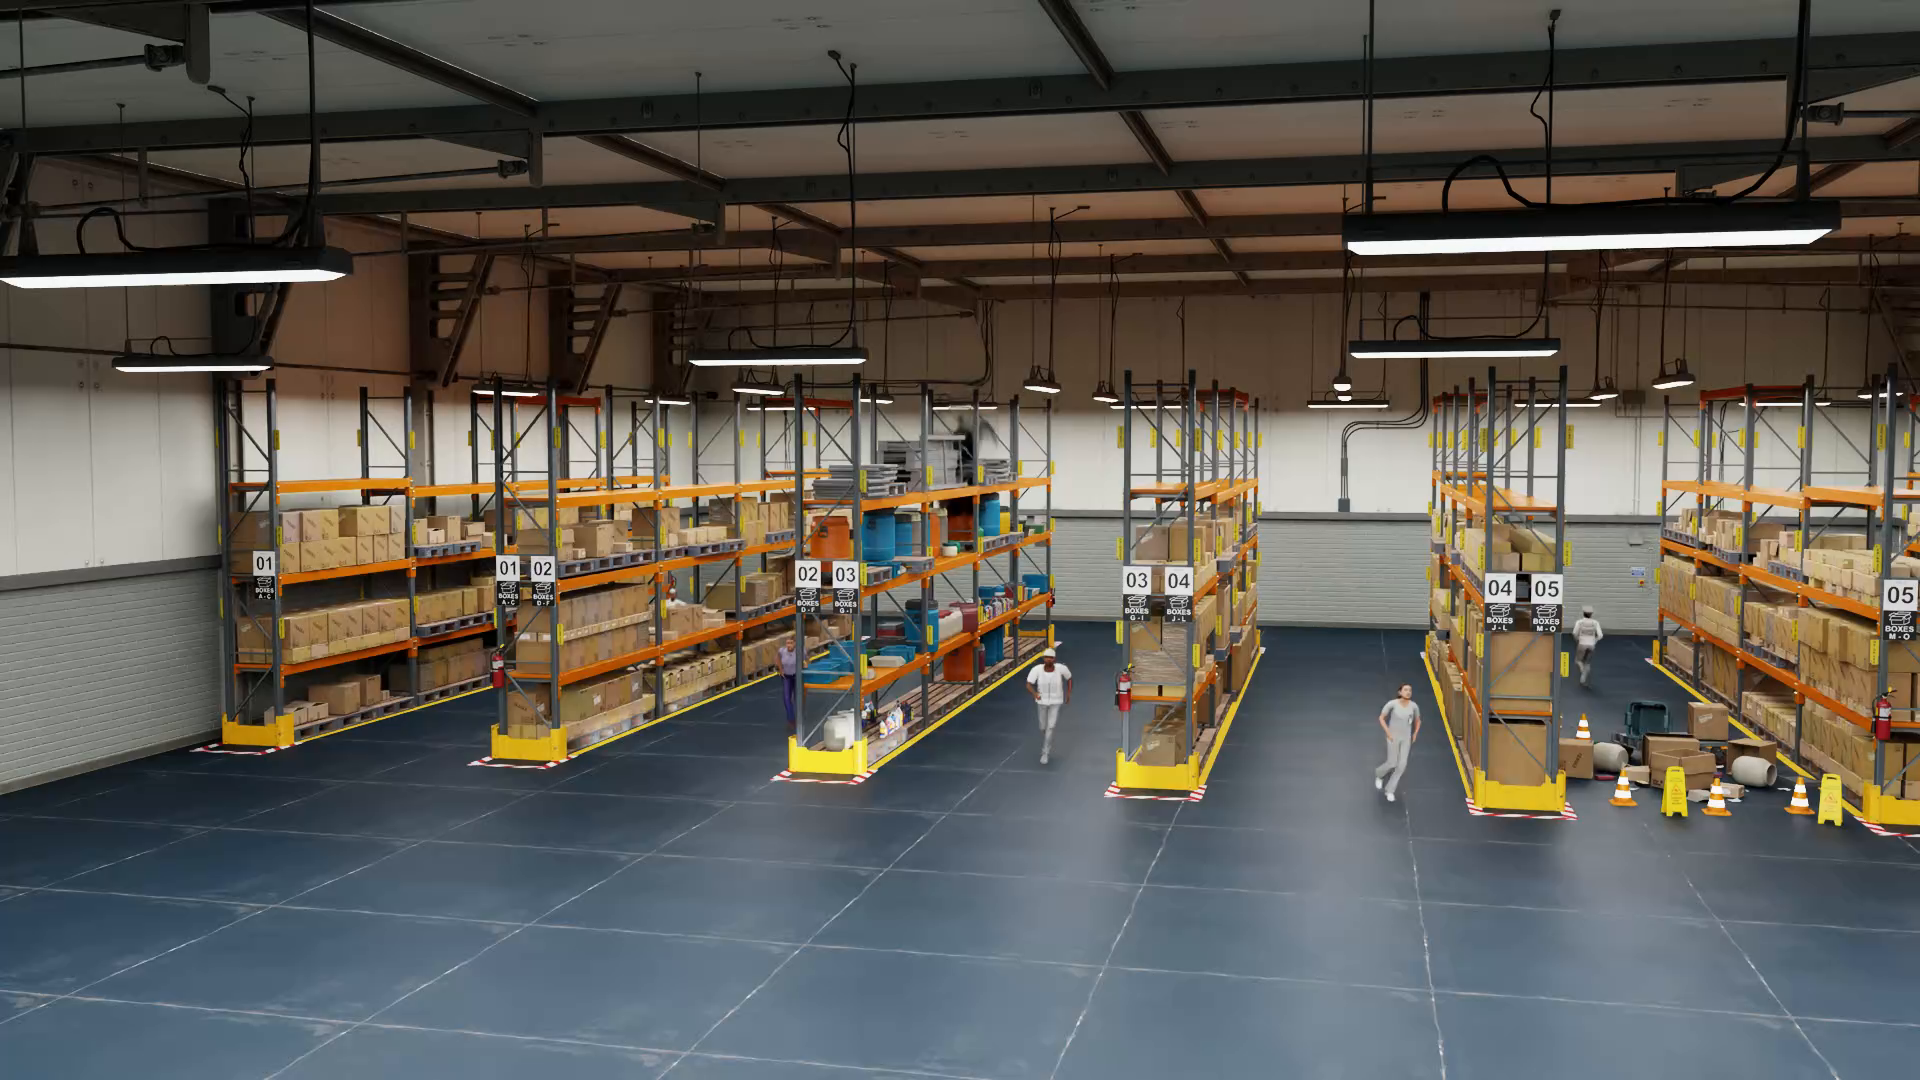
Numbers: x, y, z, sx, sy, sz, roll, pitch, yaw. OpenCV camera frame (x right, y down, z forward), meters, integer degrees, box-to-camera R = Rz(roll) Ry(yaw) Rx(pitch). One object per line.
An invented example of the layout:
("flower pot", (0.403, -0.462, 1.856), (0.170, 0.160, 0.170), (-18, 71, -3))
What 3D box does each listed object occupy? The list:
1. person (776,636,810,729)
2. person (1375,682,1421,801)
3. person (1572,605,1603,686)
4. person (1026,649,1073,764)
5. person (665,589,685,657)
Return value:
("person", (-2.923, 2.475, 29.235), (0.613, 1.641, 0.858), (0, 3, 7))
("person", (6.178, 2.799, 23.352), (0.578, 1.631, 0.594), (0, 3, -6))
("person", (12.729, 2.148, 33.791), (0.599, 1.652, 0.544), (0, 3, 8))
("person", (1.397, 2.562, 26.106), (0.725, 1.756, 0.993), (0, 3, 8))
("person", (-6.447, 1.916, 37.385), (0.611, 1.647, 0.927), (0, 3, 5))
